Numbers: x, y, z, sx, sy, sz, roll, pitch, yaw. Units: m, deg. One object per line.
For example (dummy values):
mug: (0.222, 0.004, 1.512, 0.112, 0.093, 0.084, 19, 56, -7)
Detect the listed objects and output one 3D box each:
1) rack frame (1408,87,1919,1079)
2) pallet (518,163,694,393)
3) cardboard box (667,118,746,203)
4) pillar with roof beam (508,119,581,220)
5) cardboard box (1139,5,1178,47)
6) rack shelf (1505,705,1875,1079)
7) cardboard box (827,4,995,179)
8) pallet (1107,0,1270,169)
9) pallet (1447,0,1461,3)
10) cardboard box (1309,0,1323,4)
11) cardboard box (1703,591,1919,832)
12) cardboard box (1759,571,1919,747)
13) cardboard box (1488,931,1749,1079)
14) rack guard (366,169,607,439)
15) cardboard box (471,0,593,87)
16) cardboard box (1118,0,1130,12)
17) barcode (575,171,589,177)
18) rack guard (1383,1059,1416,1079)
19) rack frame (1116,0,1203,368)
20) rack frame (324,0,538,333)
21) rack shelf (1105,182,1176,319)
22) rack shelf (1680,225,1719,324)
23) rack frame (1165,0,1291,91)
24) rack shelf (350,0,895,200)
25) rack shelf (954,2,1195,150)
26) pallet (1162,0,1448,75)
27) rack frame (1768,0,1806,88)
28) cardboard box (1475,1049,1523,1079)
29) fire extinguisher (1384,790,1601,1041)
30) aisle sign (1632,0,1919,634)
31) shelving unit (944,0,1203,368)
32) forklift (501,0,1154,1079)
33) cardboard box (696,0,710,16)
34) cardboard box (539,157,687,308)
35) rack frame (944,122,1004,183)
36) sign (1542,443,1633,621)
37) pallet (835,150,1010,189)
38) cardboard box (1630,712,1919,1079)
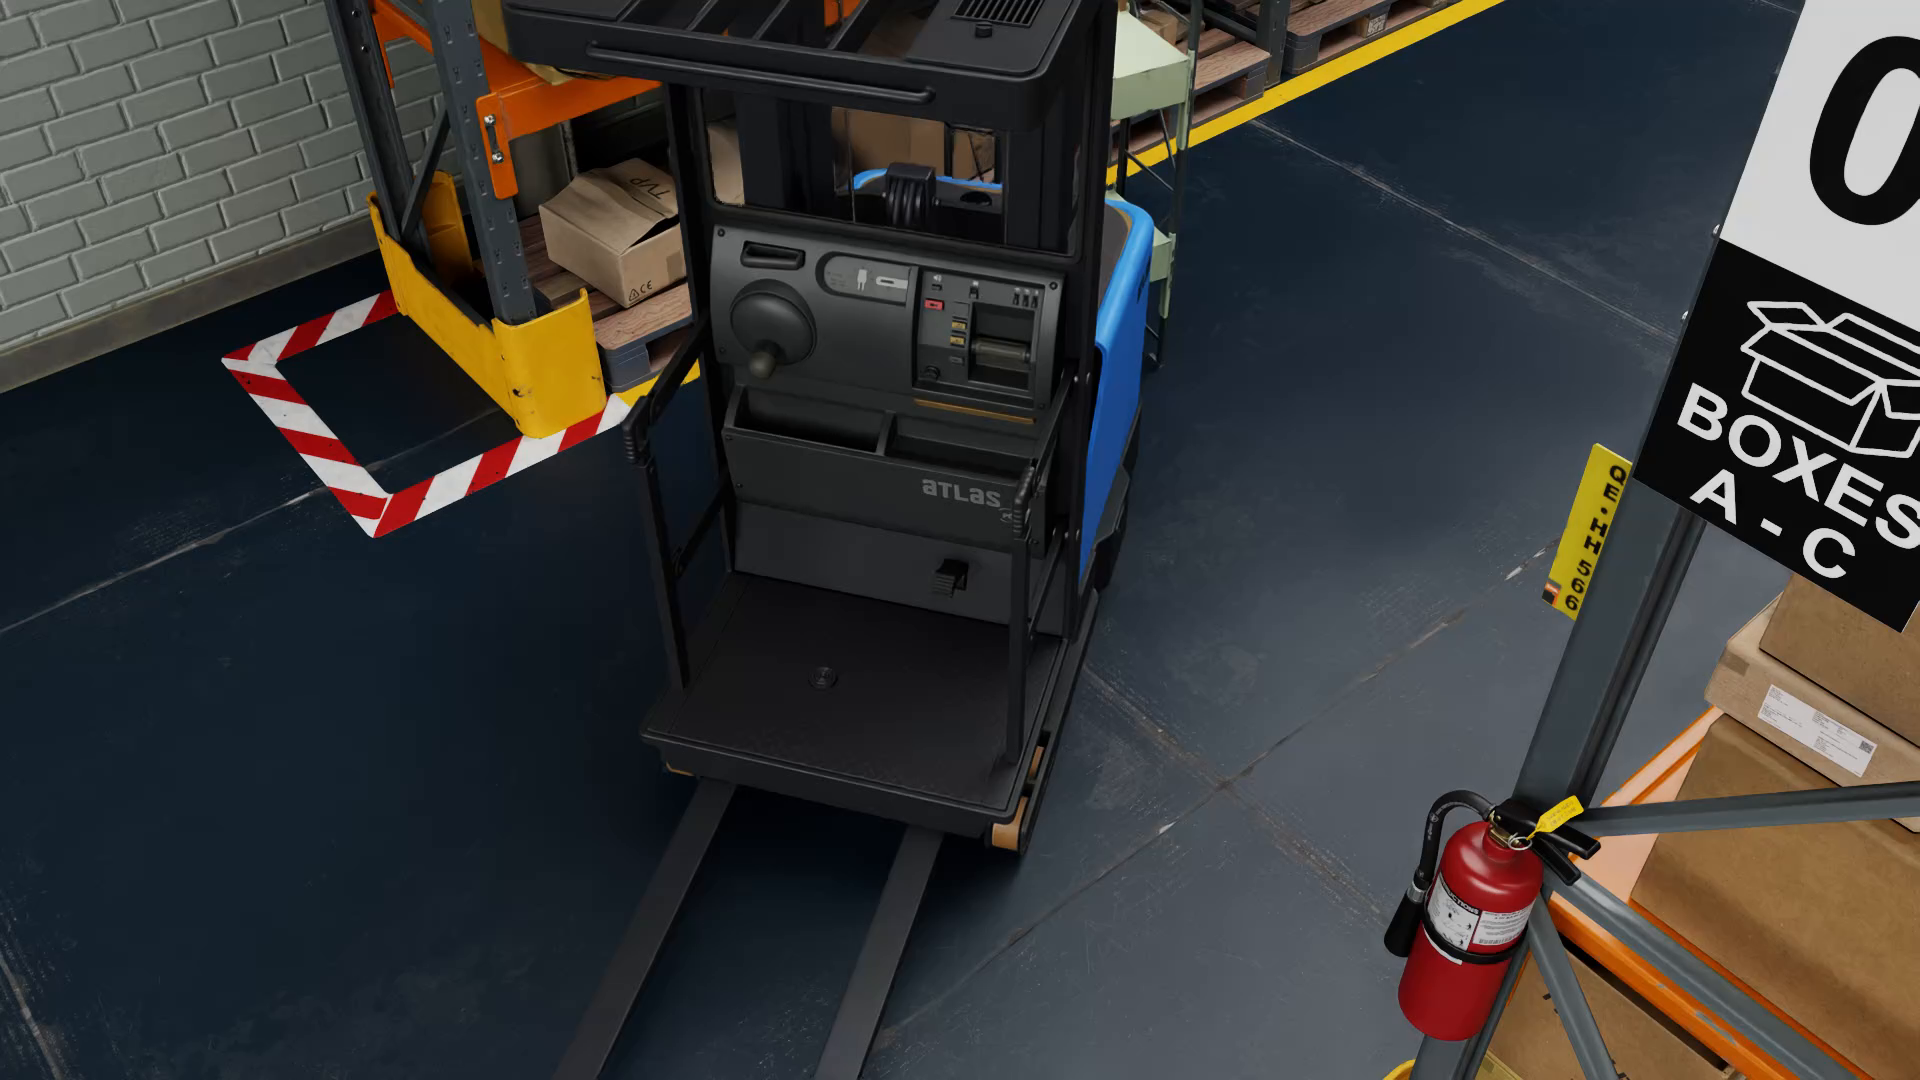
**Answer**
rack frame: (1.307, 0.801, 2.706, 0.127, 3.000, 1.000, -30, 51, -28)
pallet: (-1.170, -1.154, 6.825, 1.213, 0.211, 1.003, -30, 51, -28)
cardboard box: (-0.848, -1.486, 6.784, 0.500, 0.311, 0.500, -26, 49, -25)
pillar with roof beam: (0.870, -2.487, 1.825, 0.400, 9.000, 9.100, -30, 51, -28)
cardboard box: (0.803, -2.433, 7.897, 0.380, 0.166, 0.250, 32, 52, 30)
rack shelf: (2.841, 0.184, 3.888, 4.000, 0.370, 1.077, -30, 51, -28)
cardboard box: (-0.254, -1.851, 7.034, 0.500, 0.500, 0.700, -33, 52, -30)
pallet: (0.702, -2.226, 7.966, 1.213, 0.211, 1.003, -30, 51, -28)
pallet: (2.727, -3.421, 9.238, 1.213, 0.211, 1.003, -30, 51, -28)
cardboard box: (1.748, -3.137, 8.404, 0.500, 0.500, 0.700, -28, 50, -27)
cardboard box: (1.478, 0.260, 2.735, 0.250, 0.149, 0.380, -31, 51, -28)
cardboard box: (1.714, 0.070, 2.464, 0.500, 0.500, 0.700, -30, 51, -28)
cardboard box: (1.527, 0.985, 3.664, 0.500, 0.500, 0.500, -30, 51, -28)
rack guard: (-1.816, -0.921, 6.366, 0.348, 0.500, 1.175, -30, 51, -28)
cardboard box: (-1.296, -1.799, 5.569, 0.500, 0.250, 0.500, -31, 51, -29)
cardboard box: (0.424, -2.328, 7.542, 0.500, 0.500, 0.500, -34, 53, -31)
barcode: (-1.528, -1.457, 6.746, 0.075, 0.075, 0.001, -30, 51, -28)
rack guard: (1.289, 1.722, 3.551, 0.348, 0.500, 1.175, -30, 51, -28)
rack frame: (0.695, -1.340, 6.082, 0.023, 1.500, 0.400, -20, 47, -20)
rack frame: (-1.874, -1.799, 5.474, 0.127, 3.000, 1.000, -30, 51, -28)
rack shelf: (0.371, -0.986, 6.180, 0.720, 0.370, 0.431, -20, 47, -20)
rack shelf: (2.841, -0.909, 2.861, 4.000, 0.370, 1.077, -30, 51, -28)
rack frame: (1.194, -3.556, 7.345, 0.127, 3.000, 1.000, -30, 51, -28)
rack shelf: (-0.340, -2.415, 6.656, 4.000, 0.370, 1.077, -30, 51, -28)
rack shelf: (0.371, -1.508, 5.690, 0.720, 0.370, 0.431, -20, 47, -20)
pallet: (1.790, -2.882, 8.665, 1.213, 0.211, 1.003, -30, 51, -28)
rack frame: (1.307, -1.386, 0.653, 0.127, 3.000, 1.000, -30, 51, -28)
cardboard box: (1.529, 1.259, 3.920, 0.500, 0.250, 0.500, -30, 51, -28)
fire extinguisher: (0.918, 0.637, 2.937, 0.183, 0.674, 0.296, -30, 51, -28)
aisle sign: (1.068, -0.272, 1.950, 0.004, 0.787, 0.394, -30, 51, -28)
shelving unit: (0.371, -1.223, 5.957, 0.755, 1.500, 0.431, -20, 47, -20)
forklift: (-0.255, -0.479, 4.120, 1.130, 2.935, 3.031, 11, 44, 11)
cardboard box: (-0.907, -2.035, 5.820, 0.500, 0.250, 0.500, -31, 52, -29)
cardboard box: (-1.286, -1.236, 6.517, 0.500, 0.311, 0.500, 33, 52, 30)
rack frame: (0.047, -1.106, 5.832, 0.023, 1.500, 0.400, -20, 47, -20)
sign: (0.969, 0.001, 2.539, 0.005, 0.325, 0.100, -30, 51, -28)
pallet: (-0.235, -1.687, 7.392, 1.213, 0.211, 1.003, -30, 51, -28)
cardboard box: (1.673, 0.566, 2.883, 0.500, 0.500, 0.700, -30, 51, -28)
